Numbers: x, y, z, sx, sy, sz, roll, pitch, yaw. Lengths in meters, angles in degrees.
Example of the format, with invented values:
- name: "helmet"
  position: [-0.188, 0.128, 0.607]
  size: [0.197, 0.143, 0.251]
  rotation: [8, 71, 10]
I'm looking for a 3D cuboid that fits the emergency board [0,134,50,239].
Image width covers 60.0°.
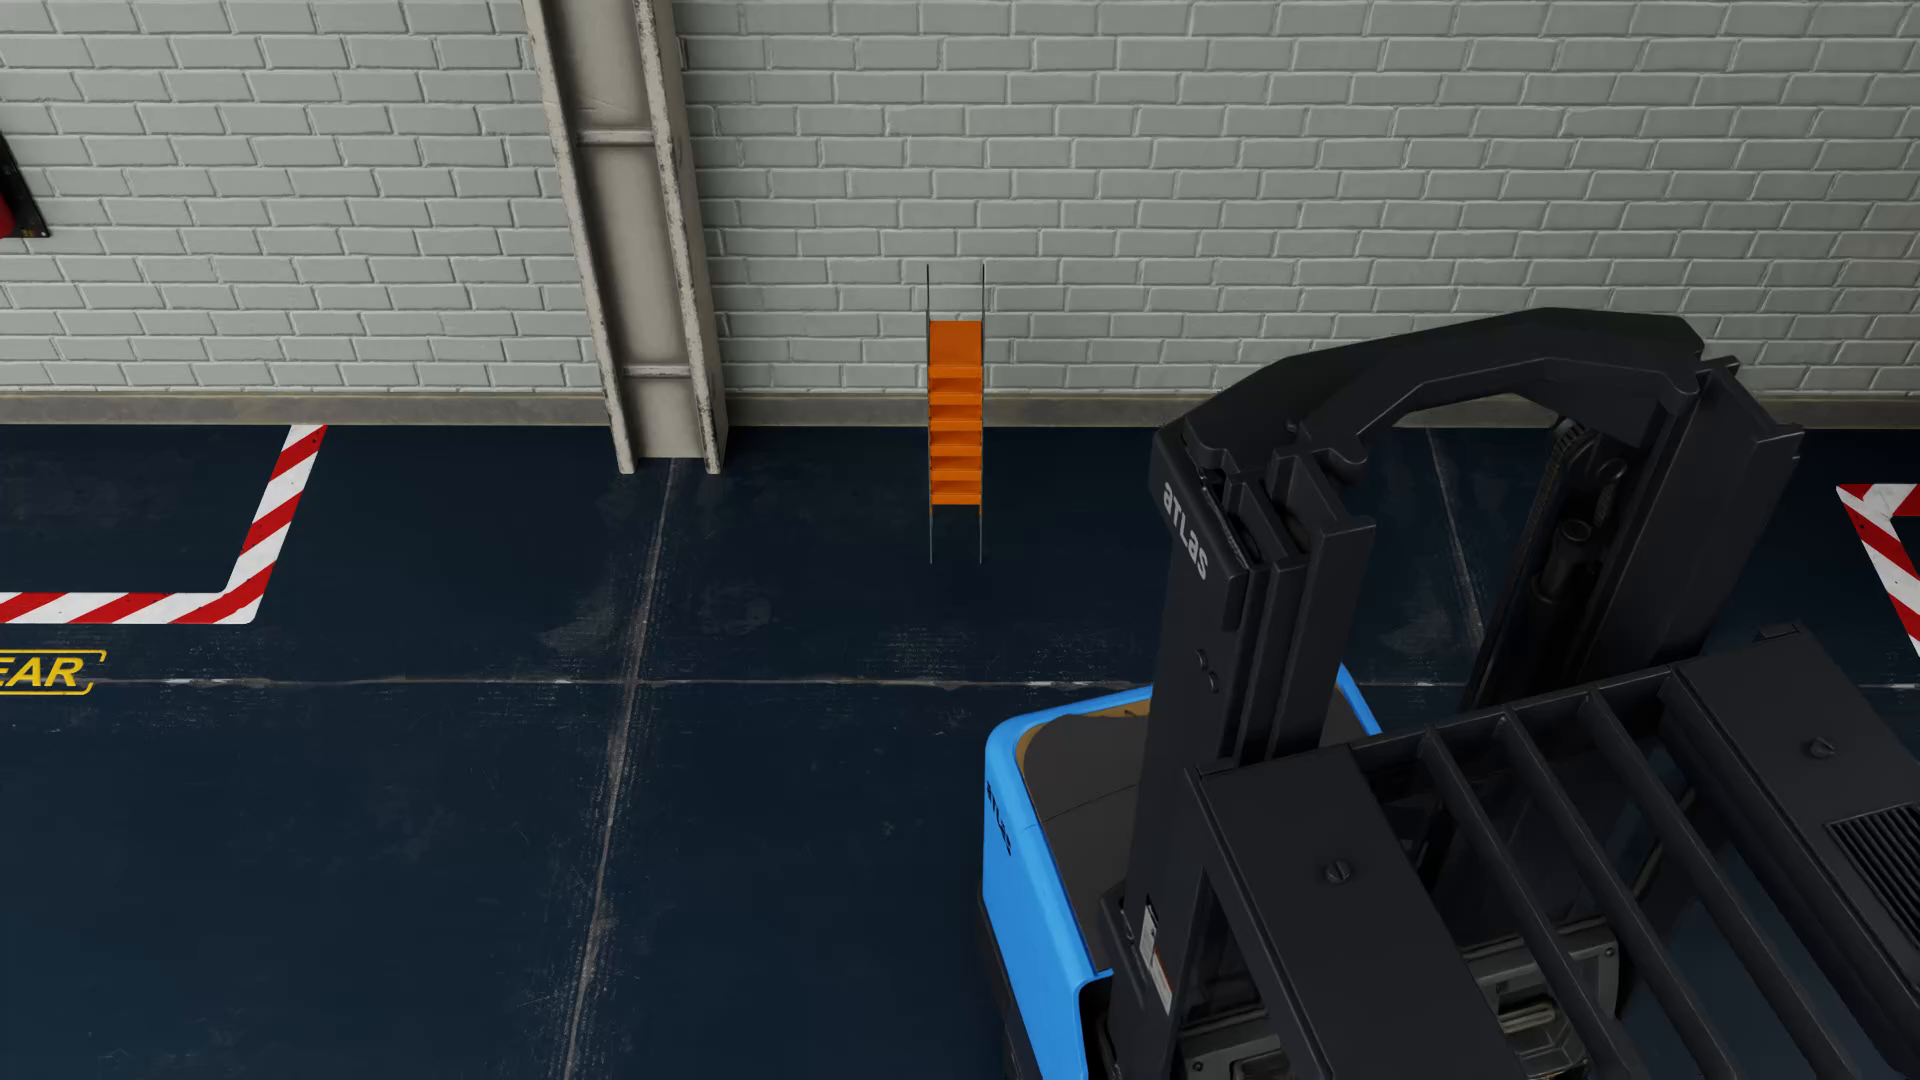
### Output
- name: "emergency board"
  position: [-3.600, -1.430, 5.531]
  size: [0.643, 1.169, 0.194]
  rotation: [0, 47, 0]

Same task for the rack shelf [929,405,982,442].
- name: "rack shelf"
  position: [-0.014, -0.460, 5.756]
  size: [0.180, 0.103, 0.258]
  rotation: [0, 47, 0]

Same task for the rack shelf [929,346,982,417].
- name: "rack shelf"
  position: [-0.014, -0.542, 5.668]
  size: [0.180, 0.103, 0.258]
  rotation: [0, 47, 0]

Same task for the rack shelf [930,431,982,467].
- name: "rack shelf"
  position: [-0.014, -0.379, 5.843]
  size: [0.180, 0.103, 0.258]
  rotation: [0, 47, 0]

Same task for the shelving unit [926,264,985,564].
- name: "shelving unit"
  position: [-0.014, -0.409, 5.811]
  size: [0.189, 1.200, 0.258]
  rotation: [0, 47, 0]

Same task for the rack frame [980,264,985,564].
- name: "rack frame"
  position: [0.077, -0.409, 5.811]
  size: [0.006, 1.200, 0.240]
  rotation: [0, 47, 0]

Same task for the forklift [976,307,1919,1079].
- name: "forklift"
  position: [0.944, 1.153, 3.175]
  size: [1.130, 2.935, 3.031]
  rotation: [-12, 48, -11]

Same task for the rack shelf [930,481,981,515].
- name: "rack shelf"
  position: [-0.014, -0.215, 6.019]
  size: [0.180, 0.103, 0.258]
  rotation: [0, 47, 0]

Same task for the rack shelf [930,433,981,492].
- name: "rack shelf"
  position: [-0.014, -0.297, 5.931]
  size: [0.180, 0.103, 0.258]
  rotation: [0, 47, 0]

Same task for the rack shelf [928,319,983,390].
- name: "rack shelf"
  position: [-0.014, -0.624, 5.580]
  size: [0.180, 0.103, 0.258]
  rotation: [0, 47, 0]

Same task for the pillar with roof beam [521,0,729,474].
- name: "pillar with roof beam"
  position: [-1.145, -0.288, 0.370]
  size: [0.400, 9.000, 9.100]
  rotation: [0, 47, 0]

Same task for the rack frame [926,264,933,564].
- name: "rack frame"
  position: [-0.106, -0.409, 5.811]
  size: [0.006, 1.200, 0.240]
  rotation: [0, 47, 0]
